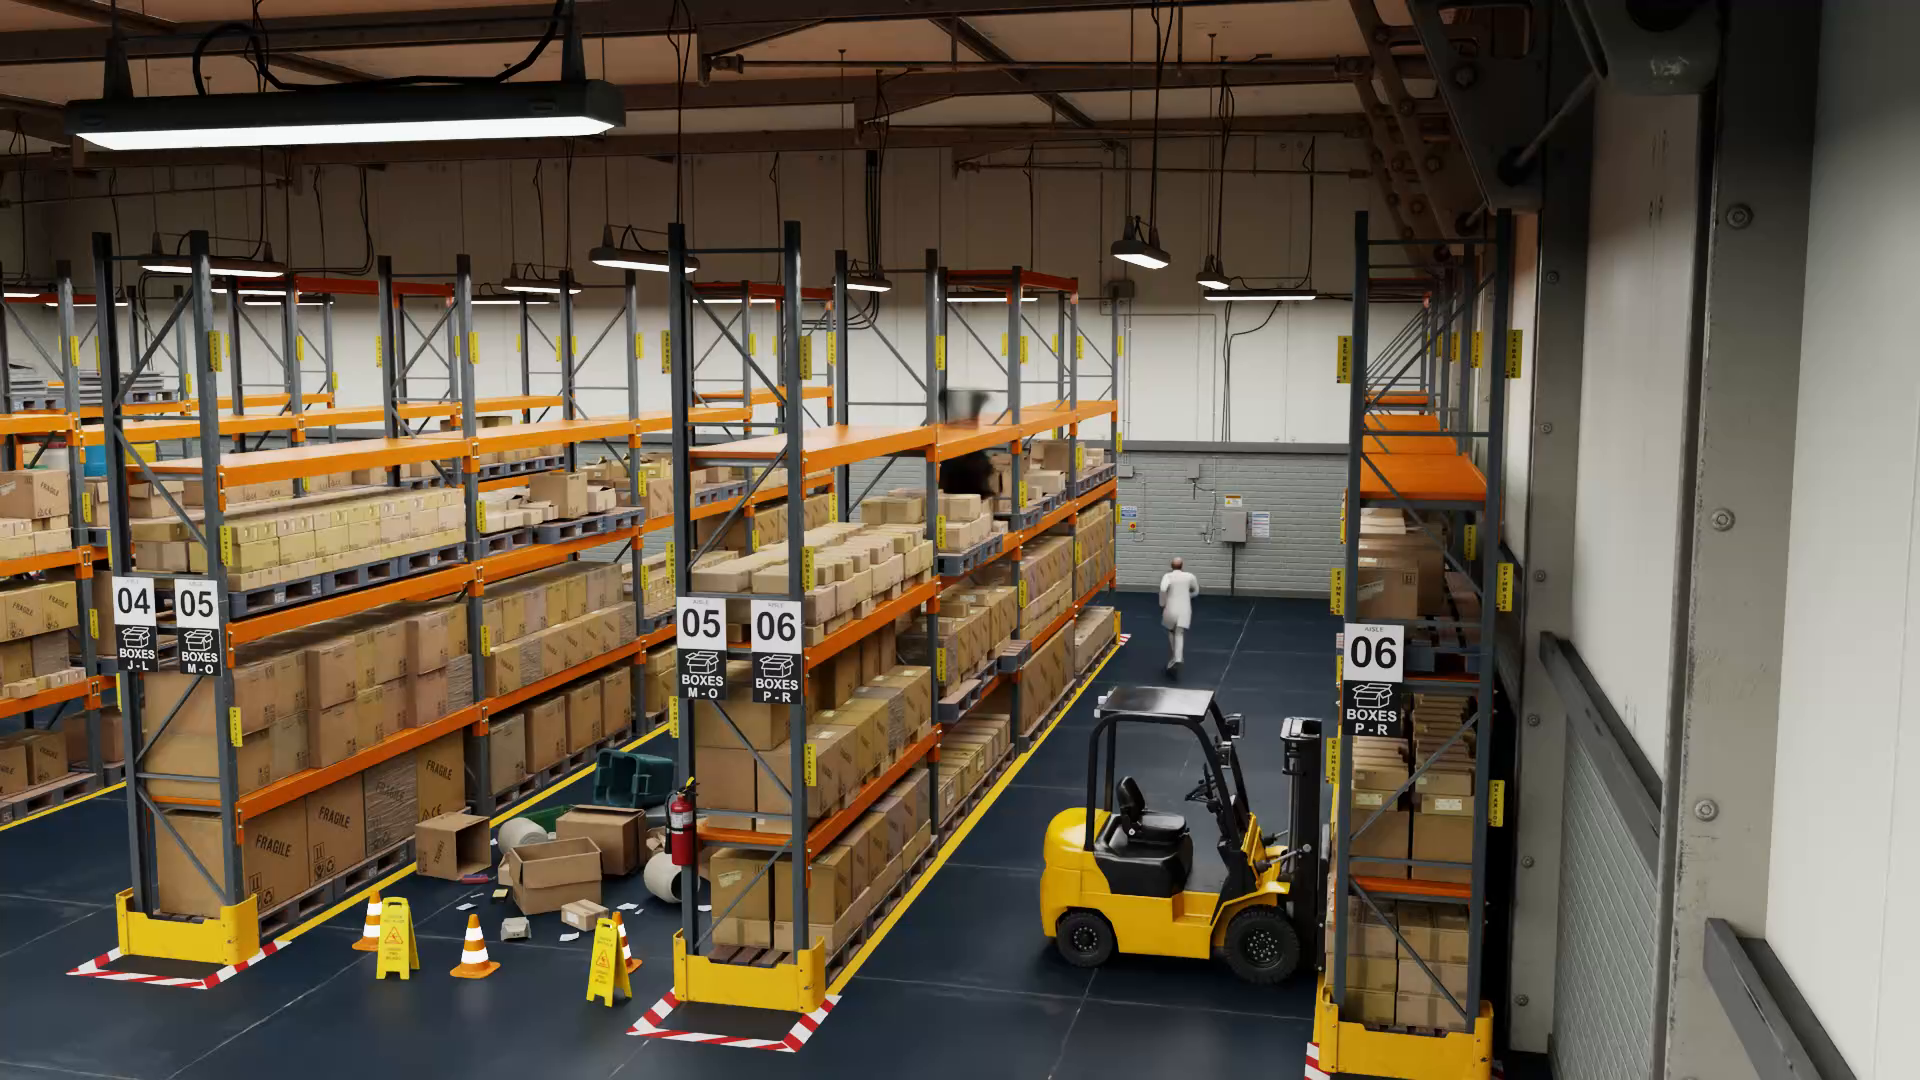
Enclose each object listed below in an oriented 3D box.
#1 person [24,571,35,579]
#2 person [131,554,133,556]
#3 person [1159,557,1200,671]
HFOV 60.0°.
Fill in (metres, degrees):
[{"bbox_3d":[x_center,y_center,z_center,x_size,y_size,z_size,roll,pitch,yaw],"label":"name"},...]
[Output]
[{"bbox_3d":[-15.428,1.001,27.430,0.676,1.670,0.871,-1,7,-5],"label":"person"},{"bbox_3d":[-14.302,0.858,28.886,0.560,1.618,0.735,3,8,24],"label":"person"},{"bbox_3d":[3.402,1.163,25.714,0.666,1.767,0.910,0,7,-1],"label":"person"}]
